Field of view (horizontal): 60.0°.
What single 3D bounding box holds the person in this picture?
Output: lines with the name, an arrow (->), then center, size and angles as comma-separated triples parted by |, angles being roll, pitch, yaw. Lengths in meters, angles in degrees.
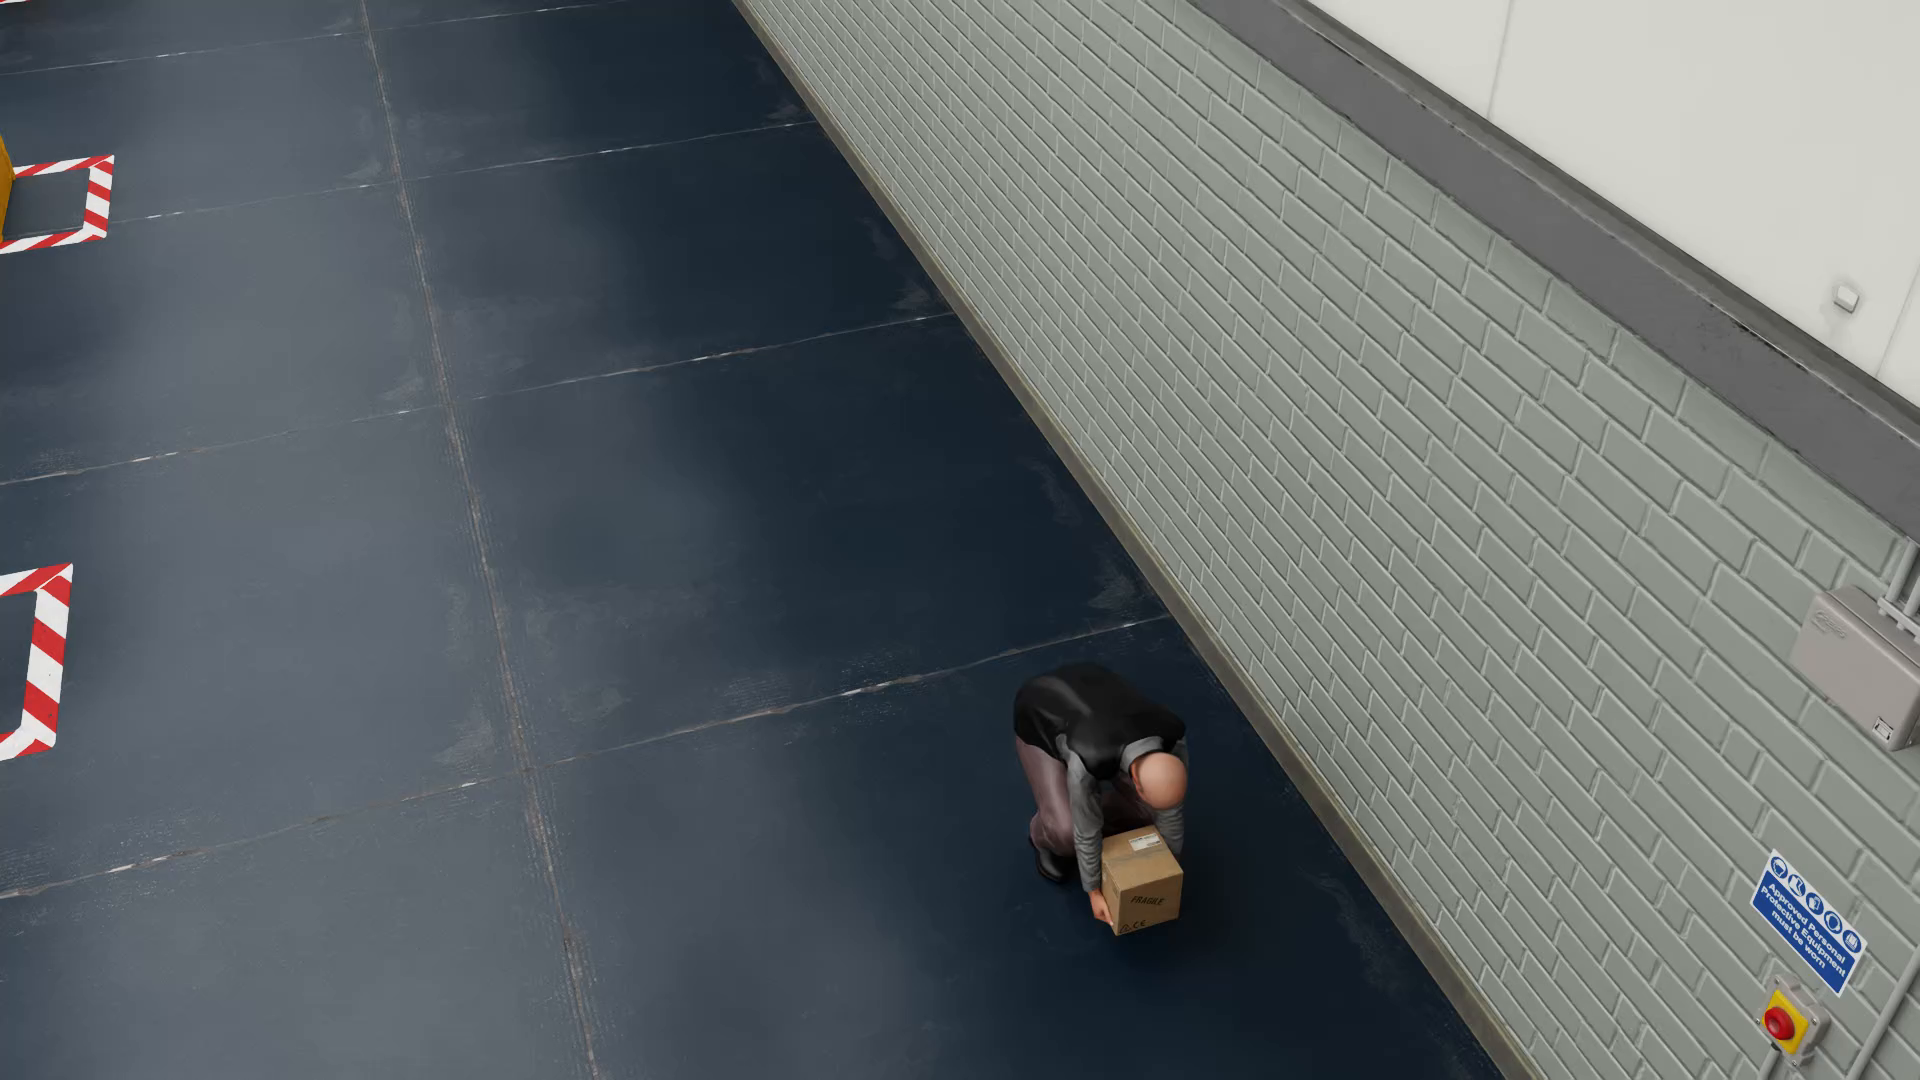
person -> 0.539, 0.931, 6.226 | 0.516, 0.953, 0.915 | -14, 40, -17
